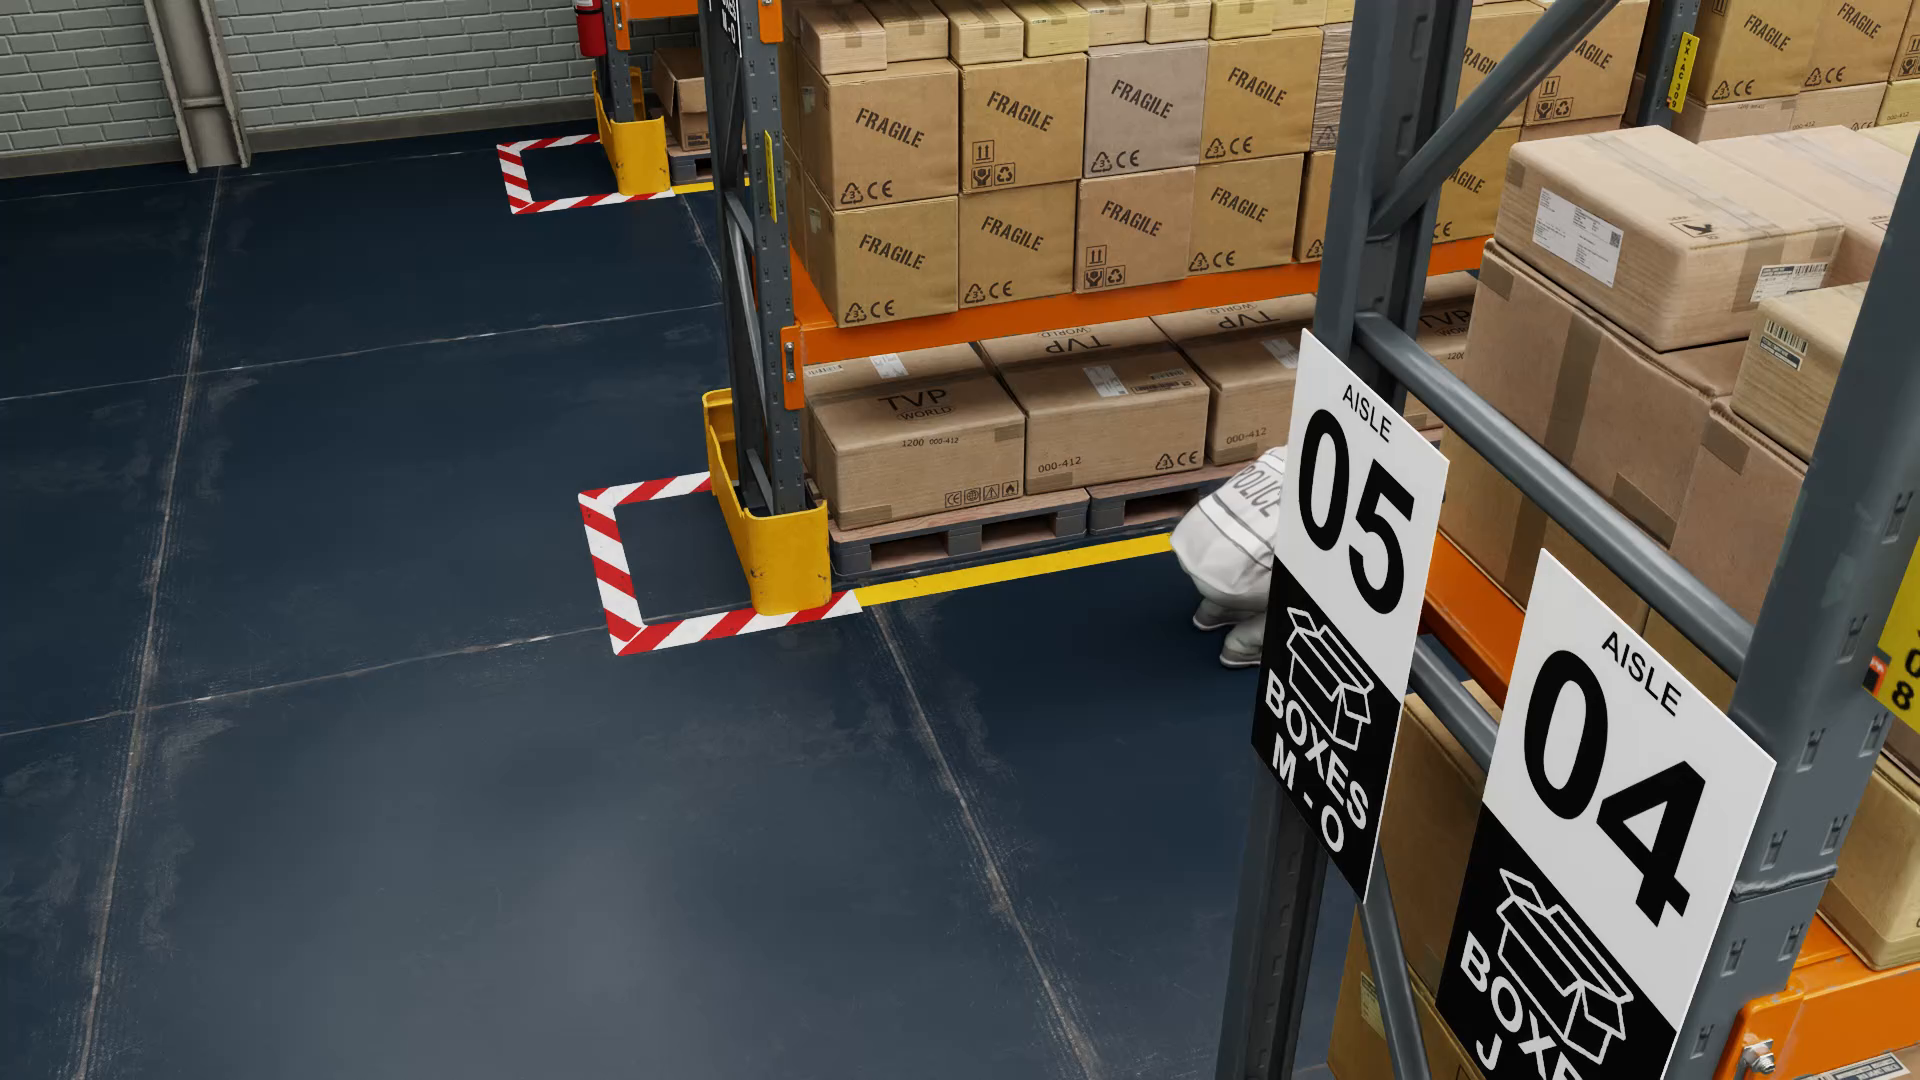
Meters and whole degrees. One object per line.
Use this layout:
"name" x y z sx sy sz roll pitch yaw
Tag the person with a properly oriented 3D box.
"person" 1.334 0.008 6.877 0.954 0.925 0.565 -10 35 -15
